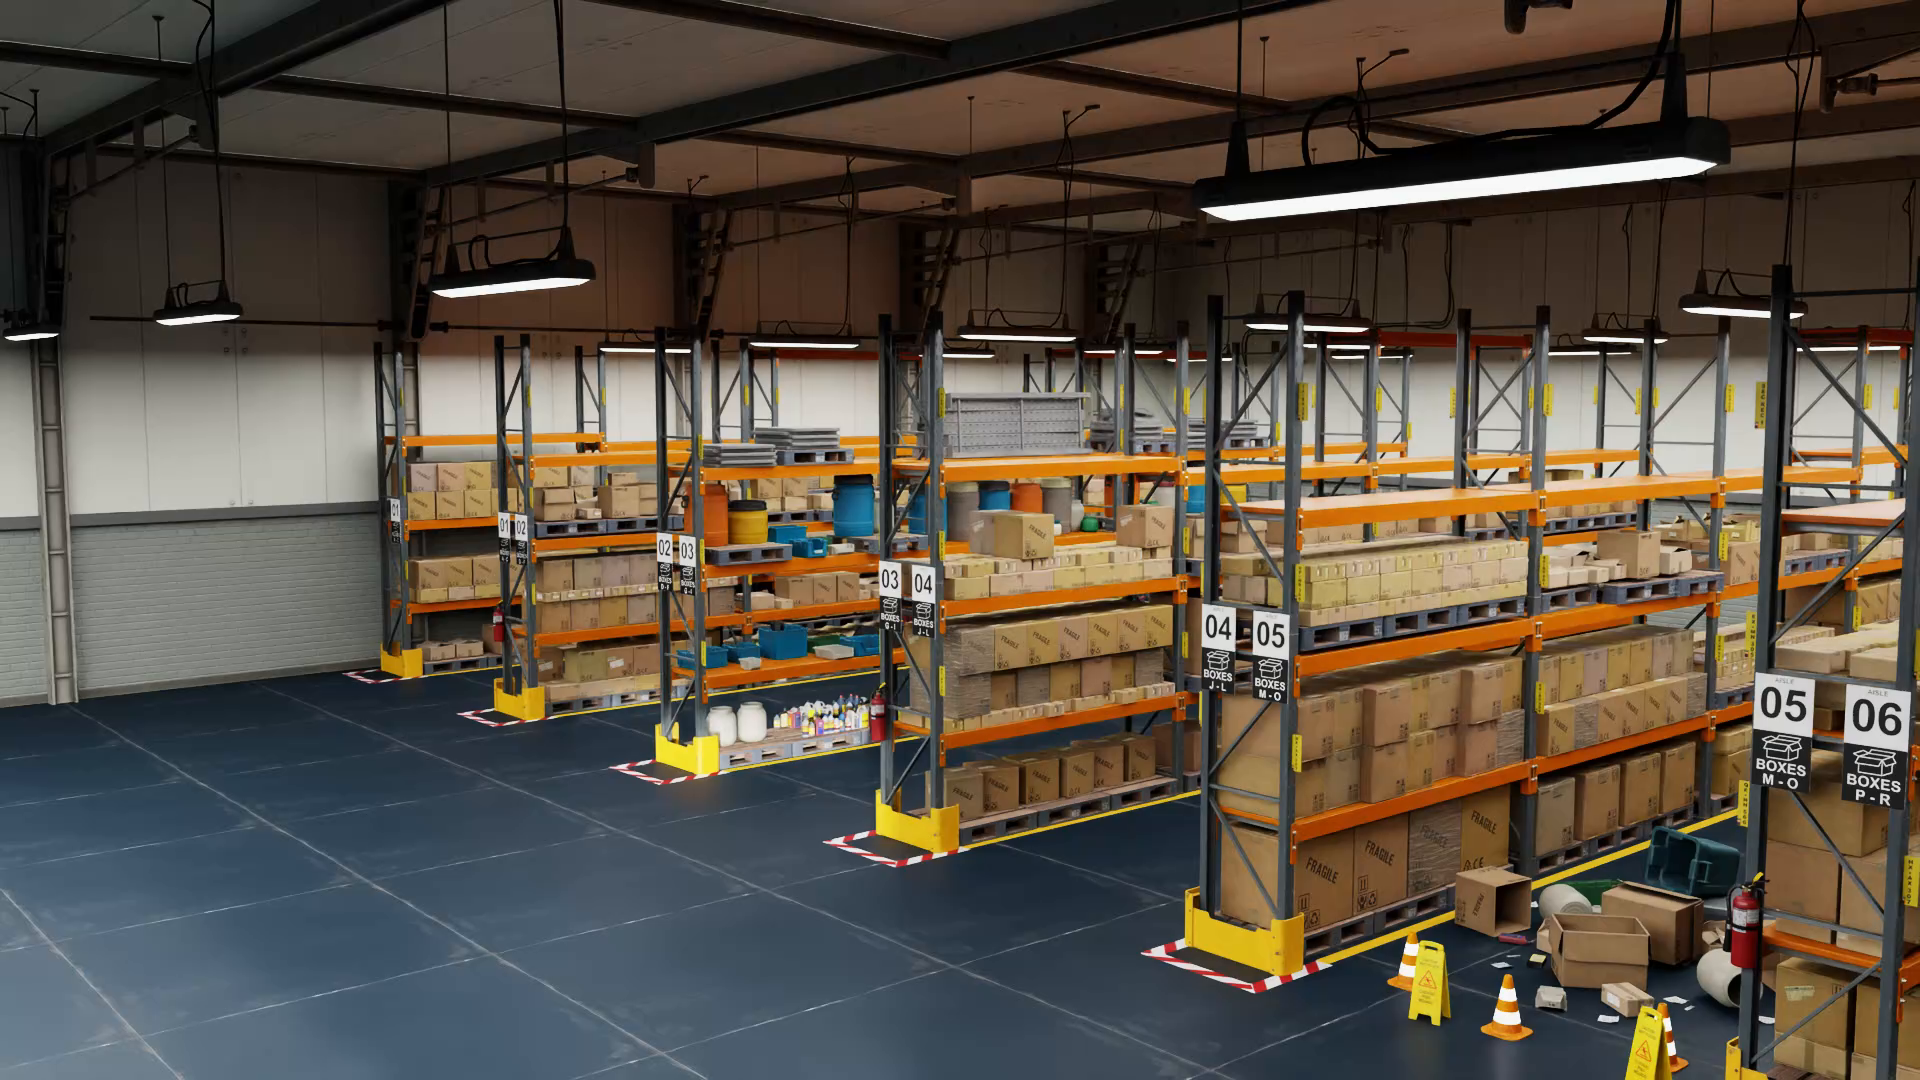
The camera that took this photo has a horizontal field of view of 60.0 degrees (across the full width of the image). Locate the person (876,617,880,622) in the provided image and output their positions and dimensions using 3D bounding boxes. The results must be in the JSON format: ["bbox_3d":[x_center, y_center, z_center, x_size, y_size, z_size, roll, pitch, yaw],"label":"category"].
[{"bbox_3d":[-1.582,1.093,35.150,0.493,1.765,0.608,-1,5,-6],"label":"person"}]
